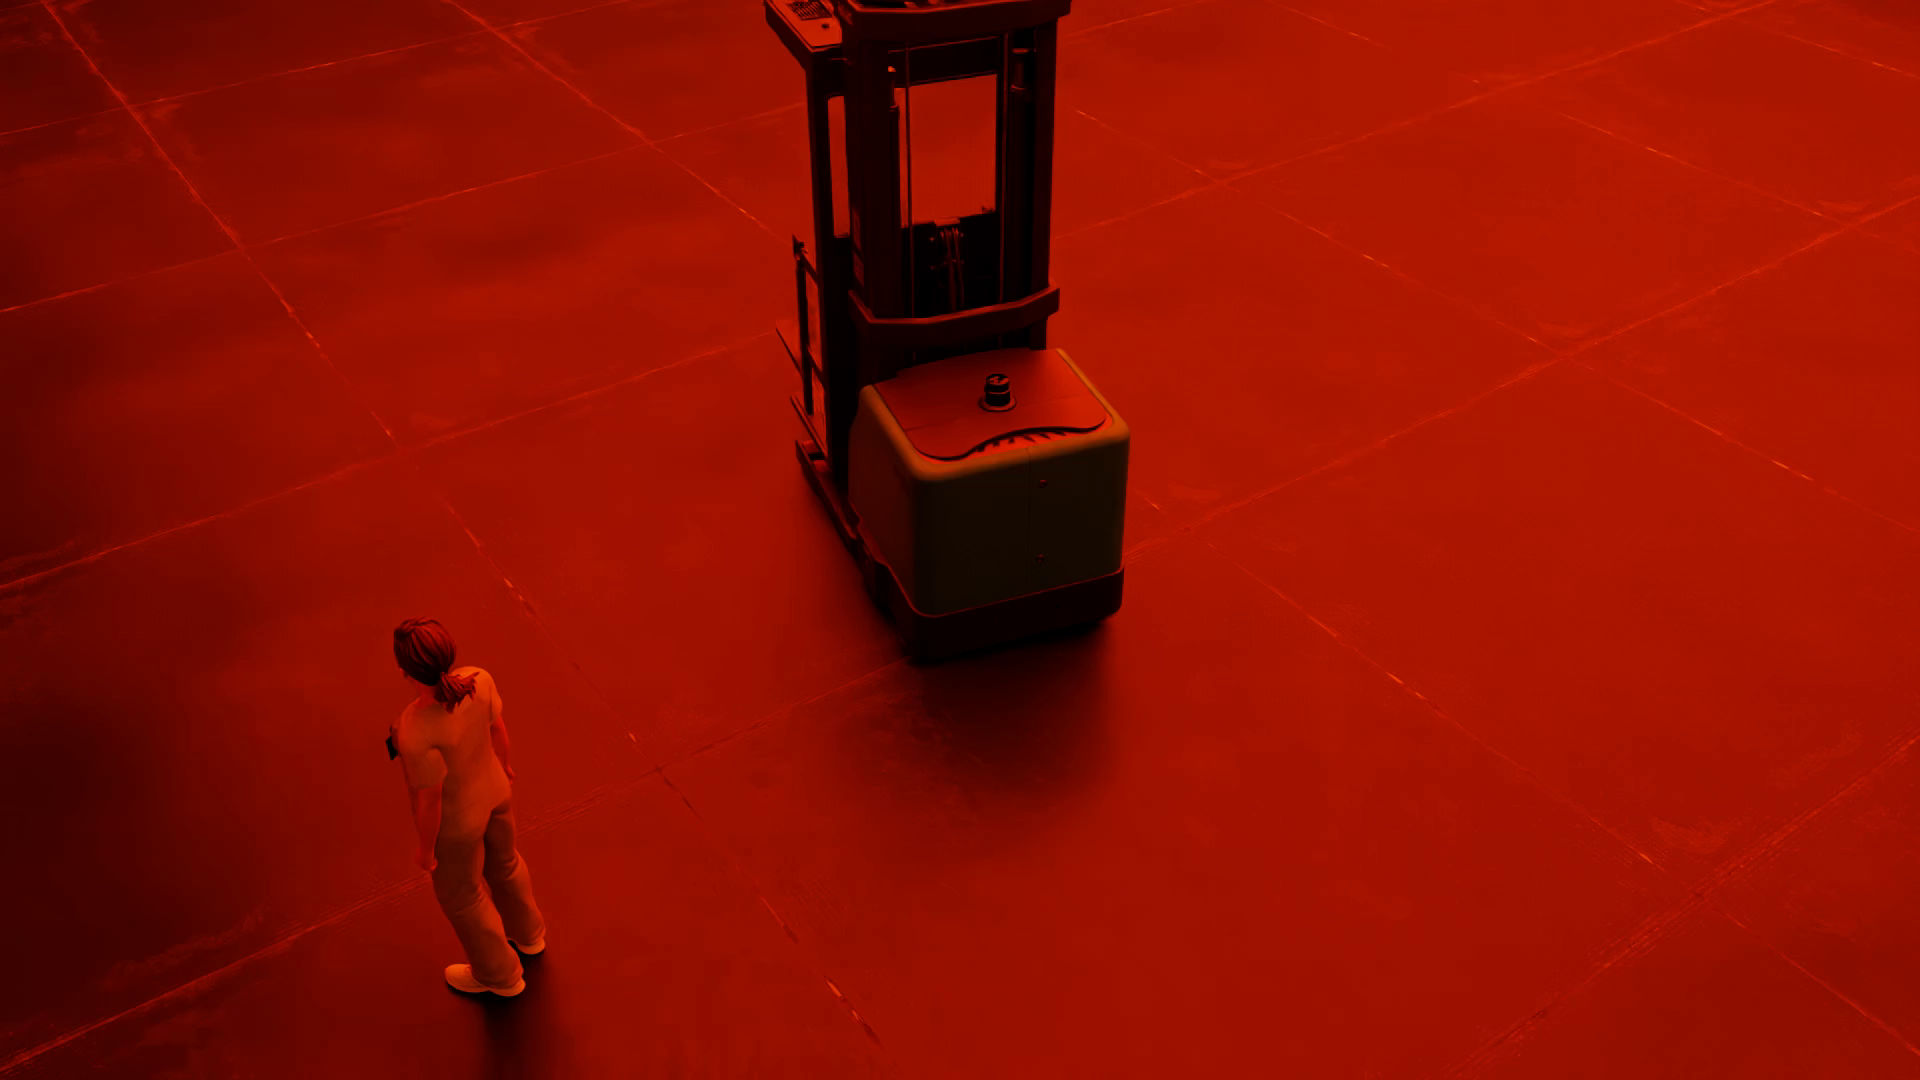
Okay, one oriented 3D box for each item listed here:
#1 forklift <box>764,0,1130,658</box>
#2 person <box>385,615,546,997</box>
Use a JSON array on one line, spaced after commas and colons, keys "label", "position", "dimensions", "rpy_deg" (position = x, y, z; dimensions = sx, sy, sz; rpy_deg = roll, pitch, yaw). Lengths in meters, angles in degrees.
[{"label": "forklift", "position": [-0.234, -1.518, 7.998], "dimensions": [1.130, 2.935, 3.031], "rpy_deg": [-13, 38, -17]}, {"label": "person", "position": [-1.726, 0.925, 5.754], "dimensions": [0.388, 1.673, 0.491], "rpy_deg": [14, 39, 18]}]
